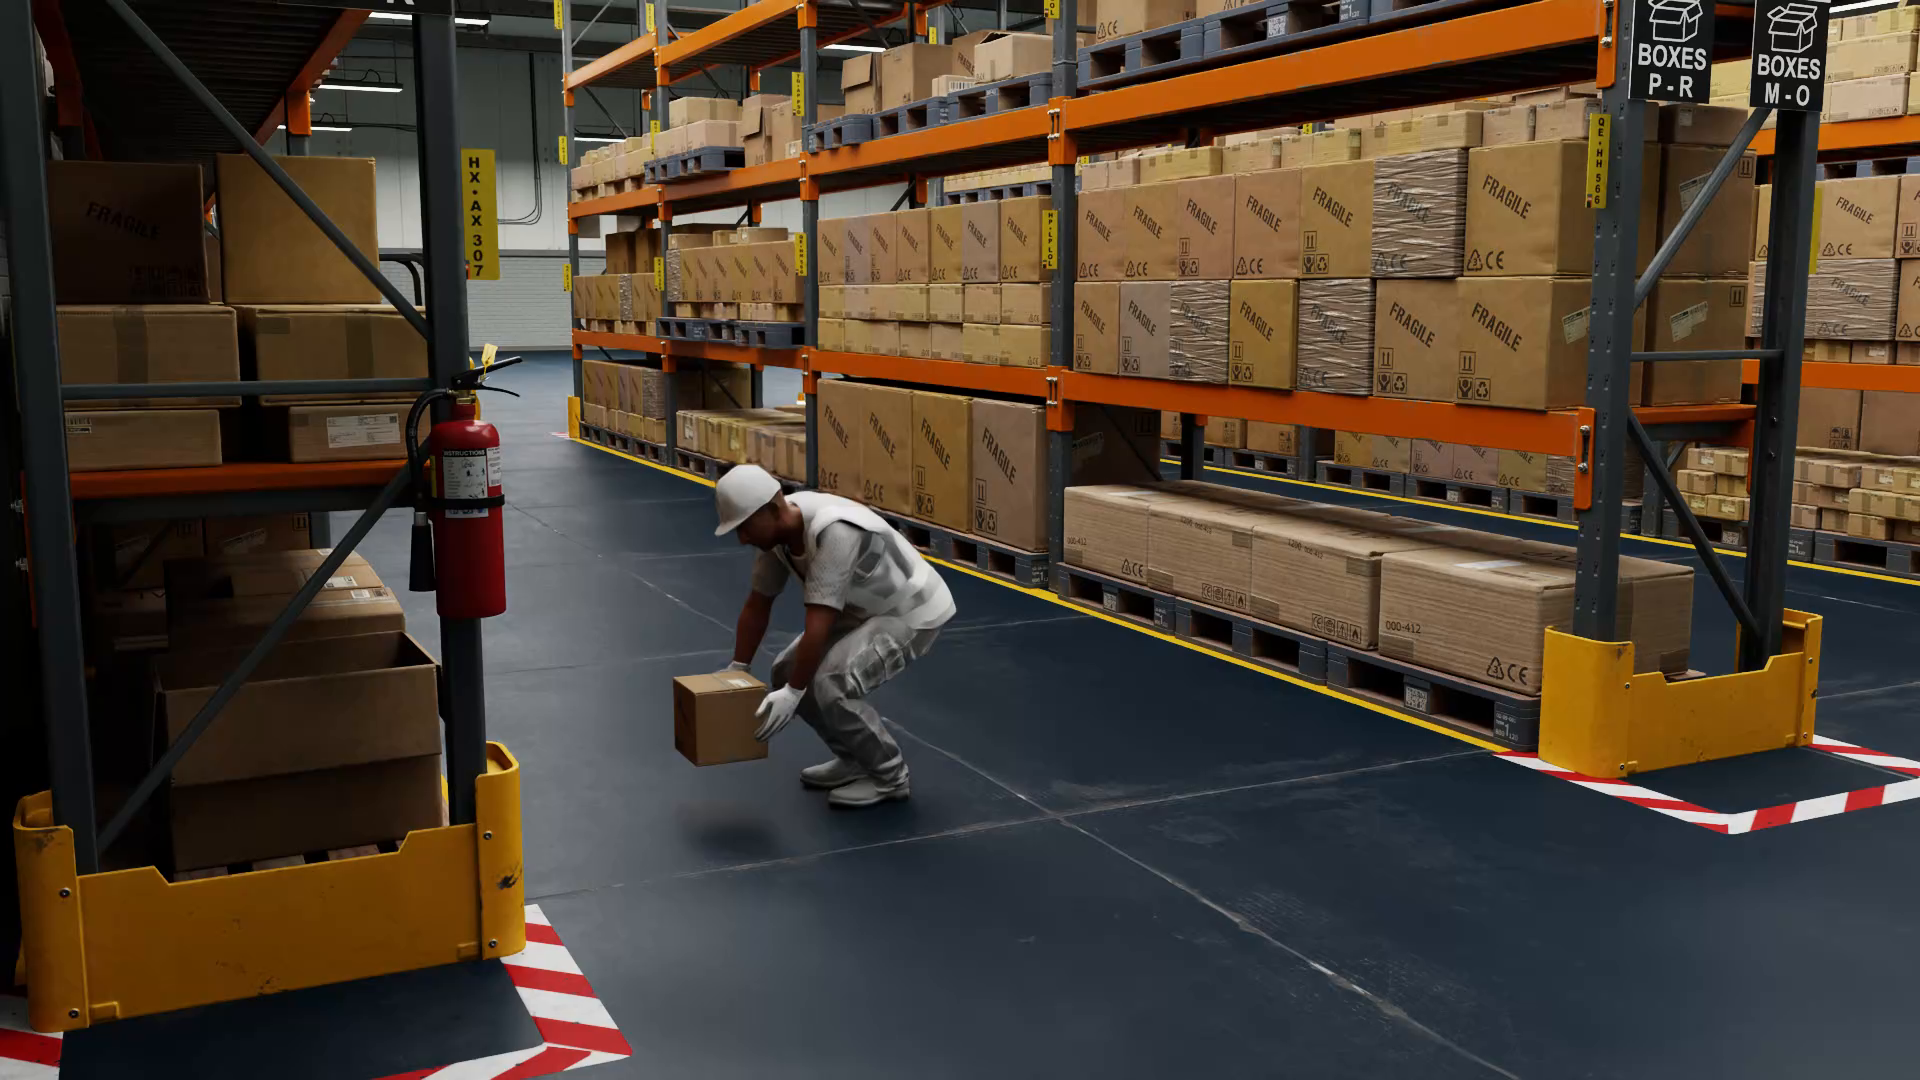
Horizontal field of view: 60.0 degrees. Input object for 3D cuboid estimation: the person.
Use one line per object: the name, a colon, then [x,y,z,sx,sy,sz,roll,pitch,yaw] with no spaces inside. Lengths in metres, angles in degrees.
person: [-0.422,0.316,5.697,0.853,1.183,0.597,-4,9,-26]
